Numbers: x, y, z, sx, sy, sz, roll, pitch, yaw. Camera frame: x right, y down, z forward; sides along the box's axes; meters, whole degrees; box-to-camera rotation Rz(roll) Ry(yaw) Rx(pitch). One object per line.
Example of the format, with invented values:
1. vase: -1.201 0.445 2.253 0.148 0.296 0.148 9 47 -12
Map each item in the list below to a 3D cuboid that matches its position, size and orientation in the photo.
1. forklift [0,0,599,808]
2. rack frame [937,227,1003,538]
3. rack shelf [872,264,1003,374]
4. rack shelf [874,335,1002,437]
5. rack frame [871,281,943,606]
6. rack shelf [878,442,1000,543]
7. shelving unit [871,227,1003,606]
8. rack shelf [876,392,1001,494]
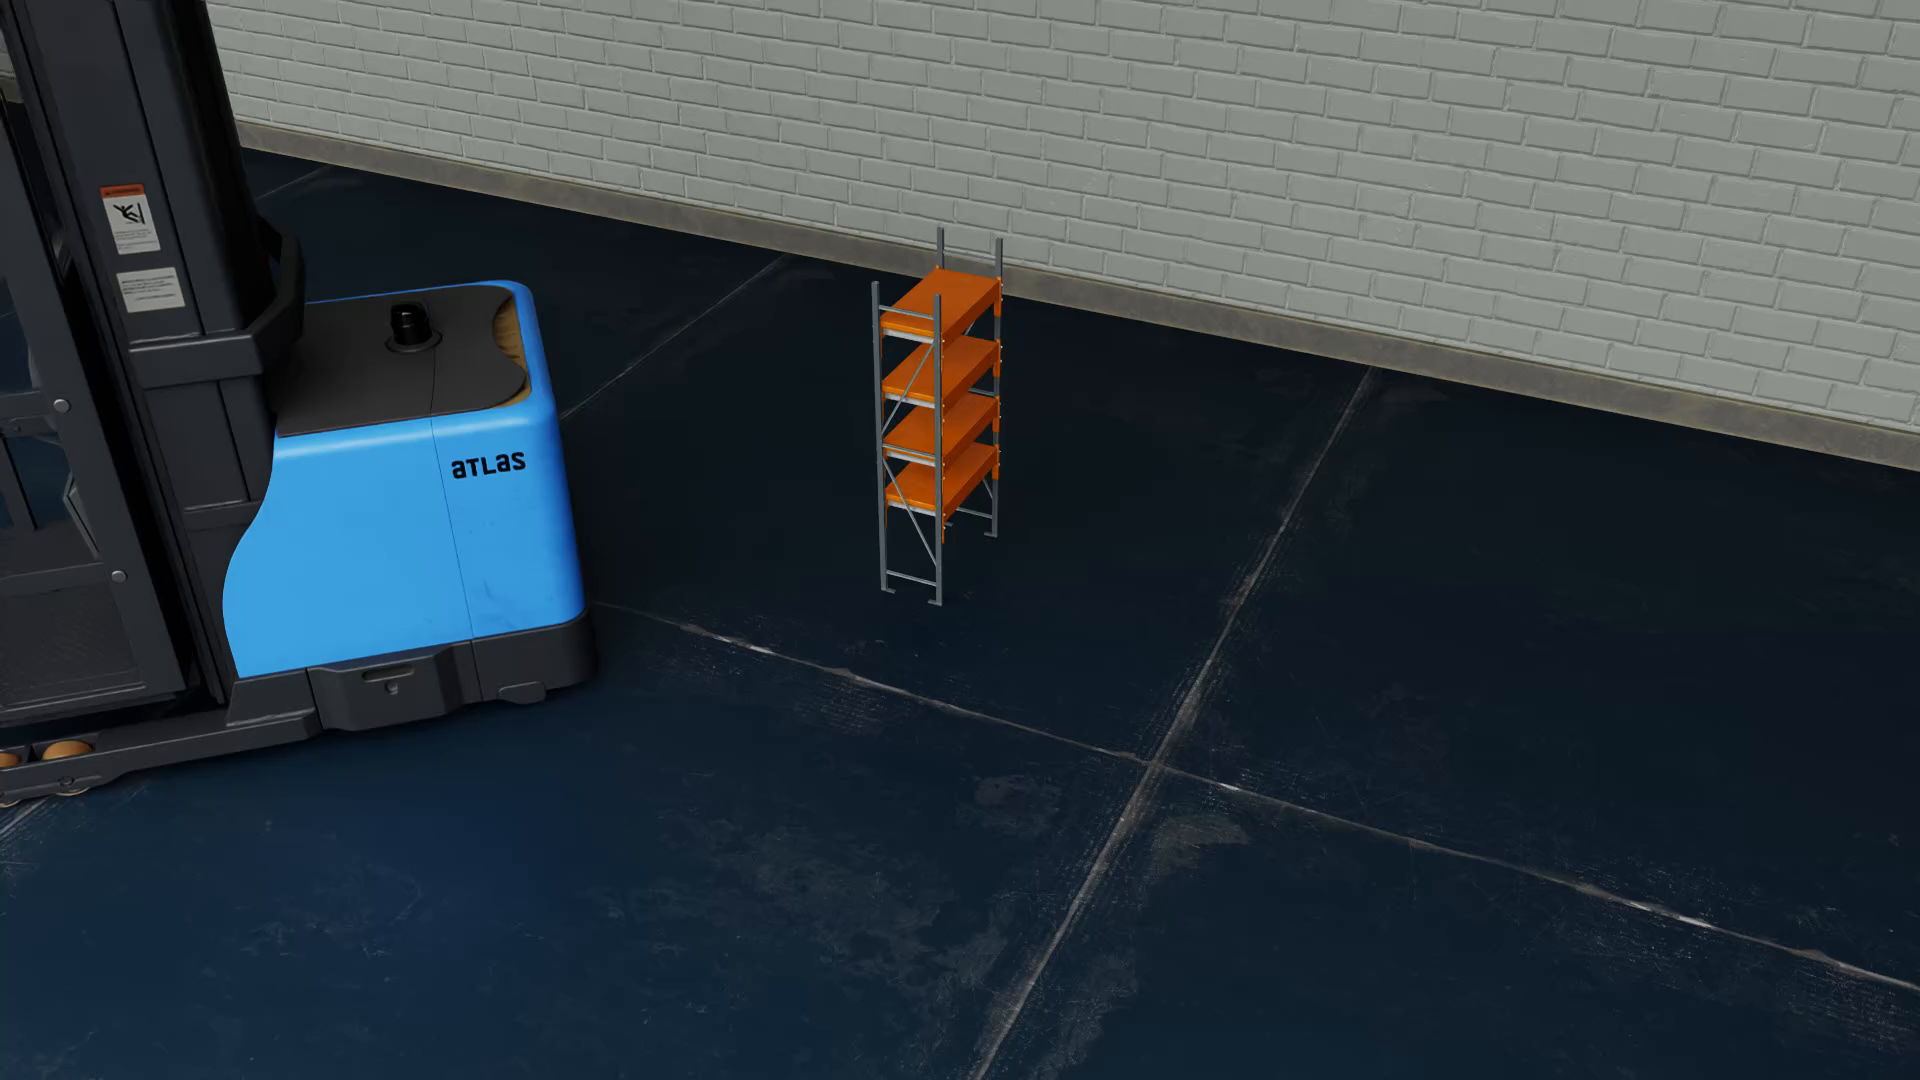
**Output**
1. forklift: -2.768 -0.741 4.707 3.031 2.935 1.130 -9 34 -14
2. rack frame: 0.033 -0.541 5.981 0.240 1.200 0.015 14 36 20
3. rack shelf: -0.069 -0.748 5.580 0.258 0.148 0.480 14 36 20
4. rack shelf: -0.069 -0.550 5.710 0.258 0.148 0.480 14 36 20
5. rack frame: -0.171 -0.298 5.610 0.240 1.200 0.015 14 36 20
6. rack shelf: -0.069 -0.197 5.941 0.258 0.148 0.480 14 36 20
7. shelving unit: -0.069 -0.419 5.795 0.258 1.200 0.503 14 36 20
8. rack shelf: -0.069 -0.363 5.832 0.258 0.148 0.480 14 36 20
